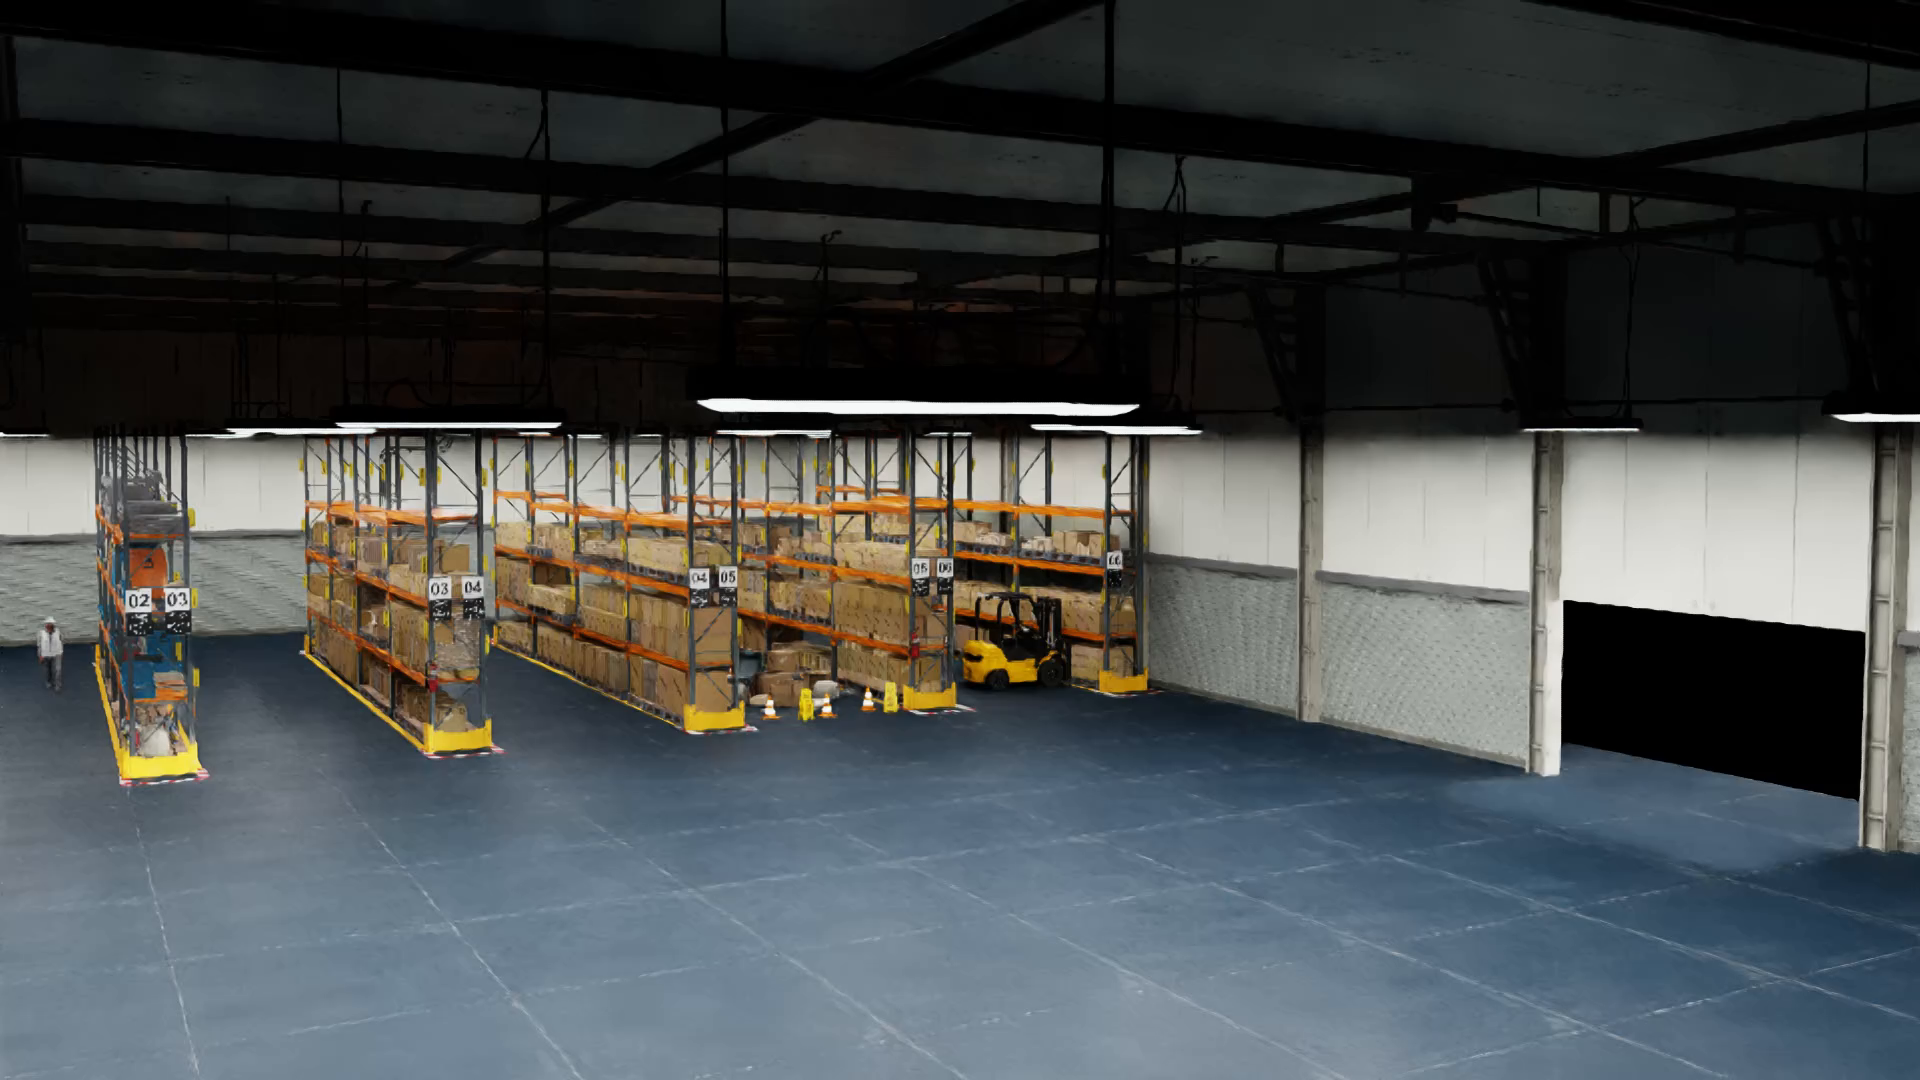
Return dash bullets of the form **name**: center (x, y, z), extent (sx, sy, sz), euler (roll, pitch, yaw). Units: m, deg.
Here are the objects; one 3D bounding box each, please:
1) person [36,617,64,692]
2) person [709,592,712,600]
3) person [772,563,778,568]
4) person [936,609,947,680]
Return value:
- **person**: center (-20.648, 2.578, 37.743), extent (0.543, 1.700, 1.115), euler (-2, 4, -27)
- **person**: center (-6.572, 2.195, 43.320), extent (0.642, 1.771, 0.691), euler (-1, 3, -9)
- **person**: center (-6.027, 1.582, 54.904), extent (0.504, 1.640, 0.597), euler (2, 4, 29)
- **person**: center (-0.465, 2.479, 39.620), extent (0.472, 1.678, 0.500), euler (0, 3, -5)
